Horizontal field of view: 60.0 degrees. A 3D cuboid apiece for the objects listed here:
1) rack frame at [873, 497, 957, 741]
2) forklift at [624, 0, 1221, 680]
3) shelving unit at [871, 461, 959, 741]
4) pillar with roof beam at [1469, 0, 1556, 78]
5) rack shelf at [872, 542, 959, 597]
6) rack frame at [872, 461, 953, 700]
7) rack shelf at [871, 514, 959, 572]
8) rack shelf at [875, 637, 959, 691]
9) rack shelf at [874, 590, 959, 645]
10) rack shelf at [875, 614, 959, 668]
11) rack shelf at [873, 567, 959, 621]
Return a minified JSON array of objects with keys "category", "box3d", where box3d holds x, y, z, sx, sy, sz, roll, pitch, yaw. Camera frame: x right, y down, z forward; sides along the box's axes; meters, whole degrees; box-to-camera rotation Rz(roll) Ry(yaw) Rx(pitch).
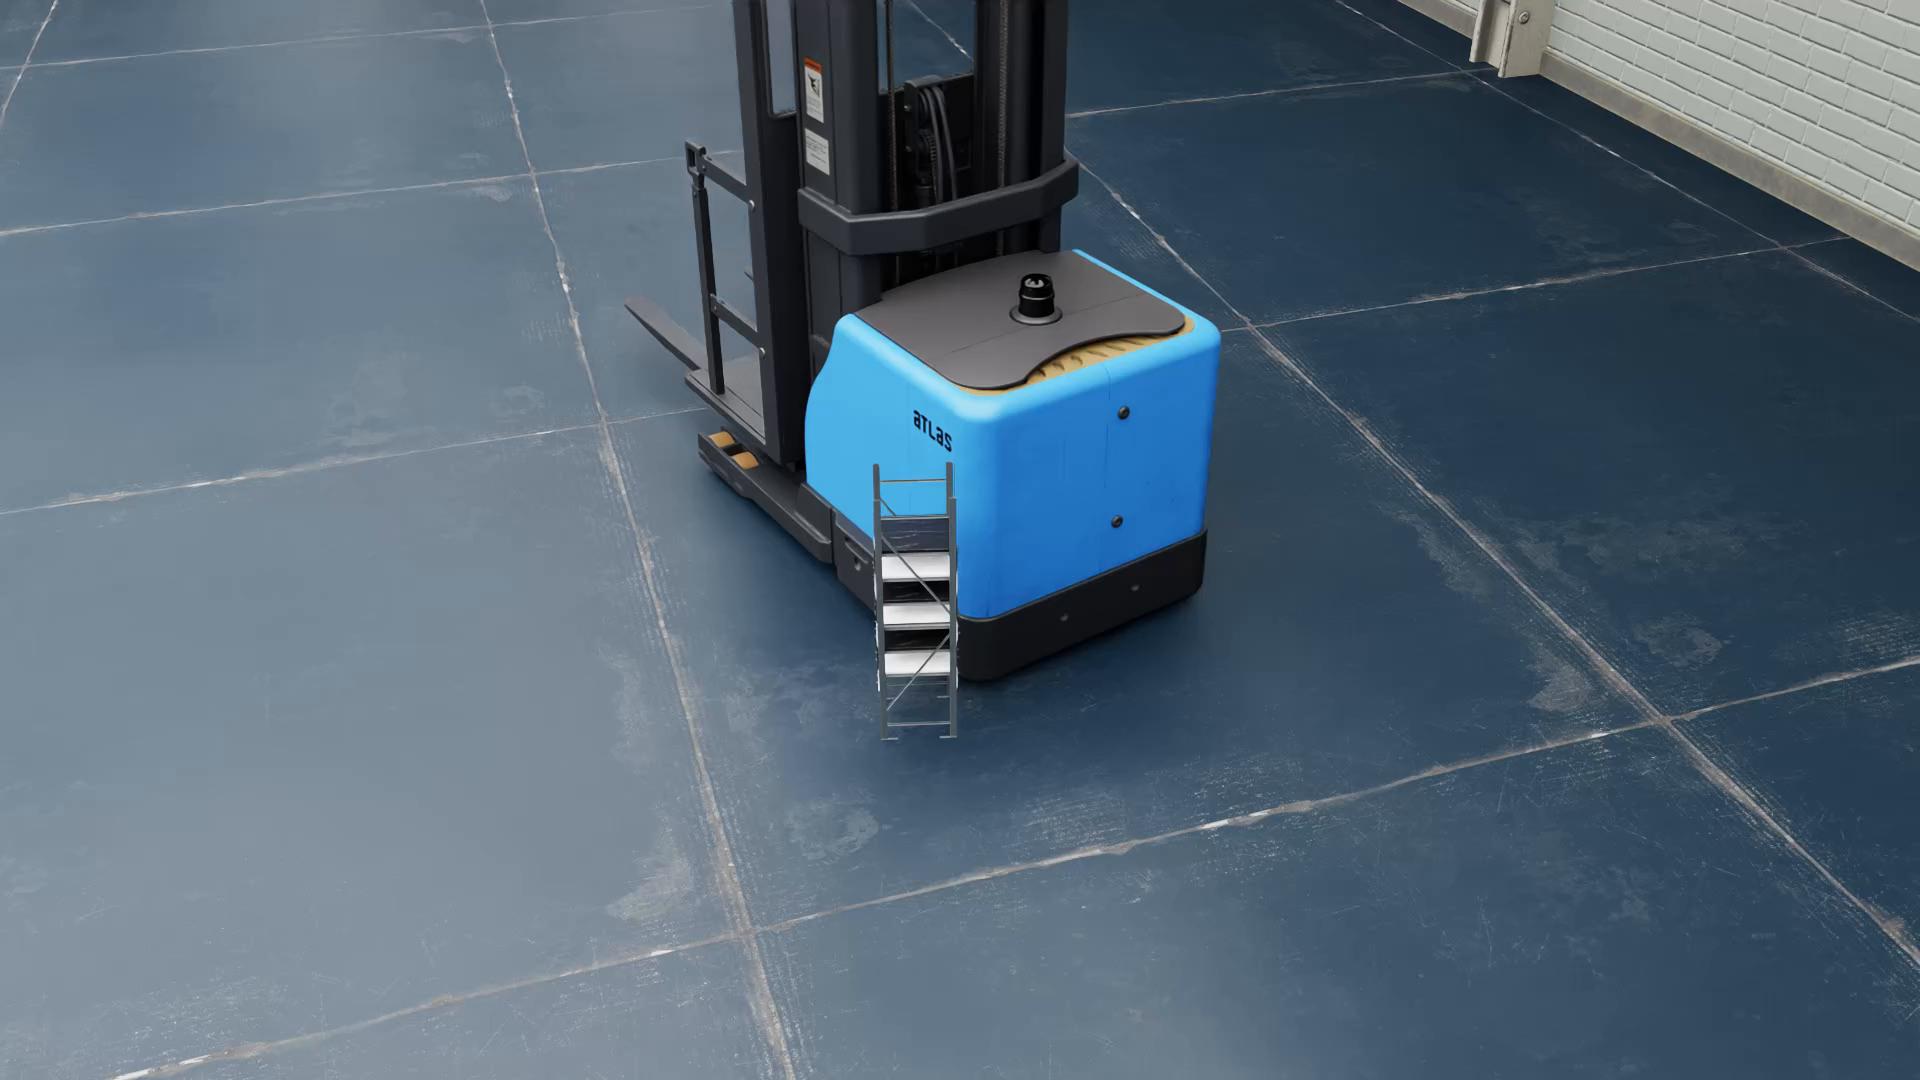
[{"category":"rack frame","box3d":[-0.131,0.257,5.044,0.240,0.900,0.006,-2,33,-3]},{"category":"forklift","box3d":[-0.385,-1.534,5.912,1.130,2.935,3.031,-21,39,-28]},{"category":"shelving unit","box3d":[-0.136,0.201,5.129,0.258,0.900,0.210,-2,33,-3]},{"category":"pillar with roof beam","box3d":[-0.497,-6.157,7.406,9.100,9.000,0.400,-10,35,-15]},{"category":"rack shelf","box3d":[-0.136,0.079,5.048,0.258,0.077,0.200,-2,33,-3]},{"category":"rack frame","box3d":[-0.141,0.145,5.214,0.240,0.900,0.006,-2,33,-3]},{"category":"rack shelf","box3d":[-0.136,0.004,4.999,0.258,0.077,0.200,-2,33,-3]},{"category":"rack shelf","box3d":[-0.136,0.379,5.247,0.258,0.077,0.200,-2,33,-3]},{"category":"rack shelf","box3d":[-0.136,0.229,5.147,0.258,0.077,0.200,-2,33,-3]},{"category":"rack shelf","box3d":[-0.136,0.304,5.197,0.258,0.077,0.200,-2,33,-3]},{"category":"rack shelf","box3d":[-0.136,0.154,5.098,0.258,0.077,0.200,-2,33,-3]}]
